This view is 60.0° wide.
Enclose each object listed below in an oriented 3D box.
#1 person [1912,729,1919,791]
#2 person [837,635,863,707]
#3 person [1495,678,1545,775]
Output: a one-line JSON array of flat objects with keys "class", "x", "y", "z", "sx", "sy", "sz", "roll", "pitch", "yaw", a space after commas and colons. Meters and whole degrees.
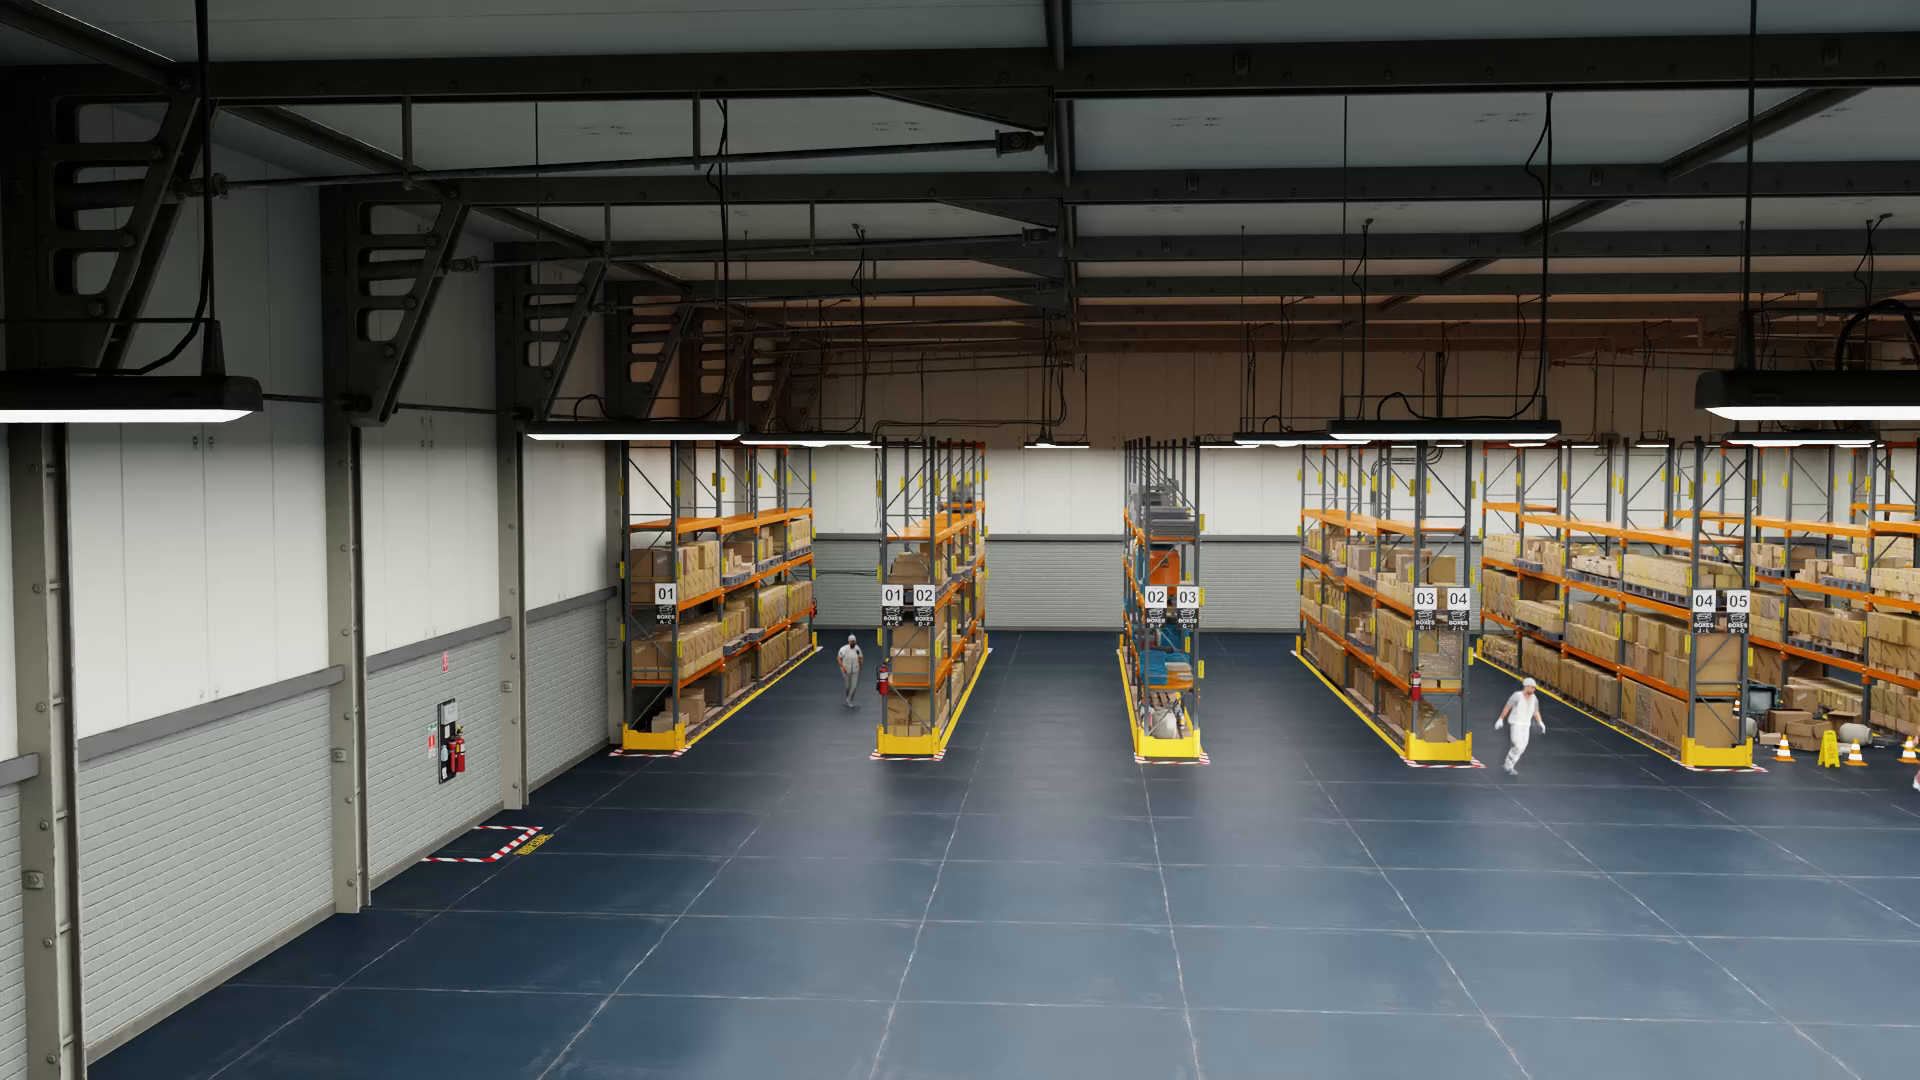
[{"class": "person", "x": 16.220, "y": 3.431, "z": 27.642, "sx": 0.597, "sy": 1.615, "sz": 0.555, "roll": -1, "pitch": 3, "yaw": -12}, {"class": "person", "x": -2.463, "y": 2.936, "z": 37.345, "sx": 0.599, "sy": 1.608, "sz": 0.611, "roll": -1, "pitch": 3, "yaw": -12}, {"class": "person", "x": 9.895, "y": 3.284, "z": 29.308, "sx": 0.659, "sy": 1.739, "sz": 0.651, "roll": -1, "pitch": 3, "yaw": -26}]
